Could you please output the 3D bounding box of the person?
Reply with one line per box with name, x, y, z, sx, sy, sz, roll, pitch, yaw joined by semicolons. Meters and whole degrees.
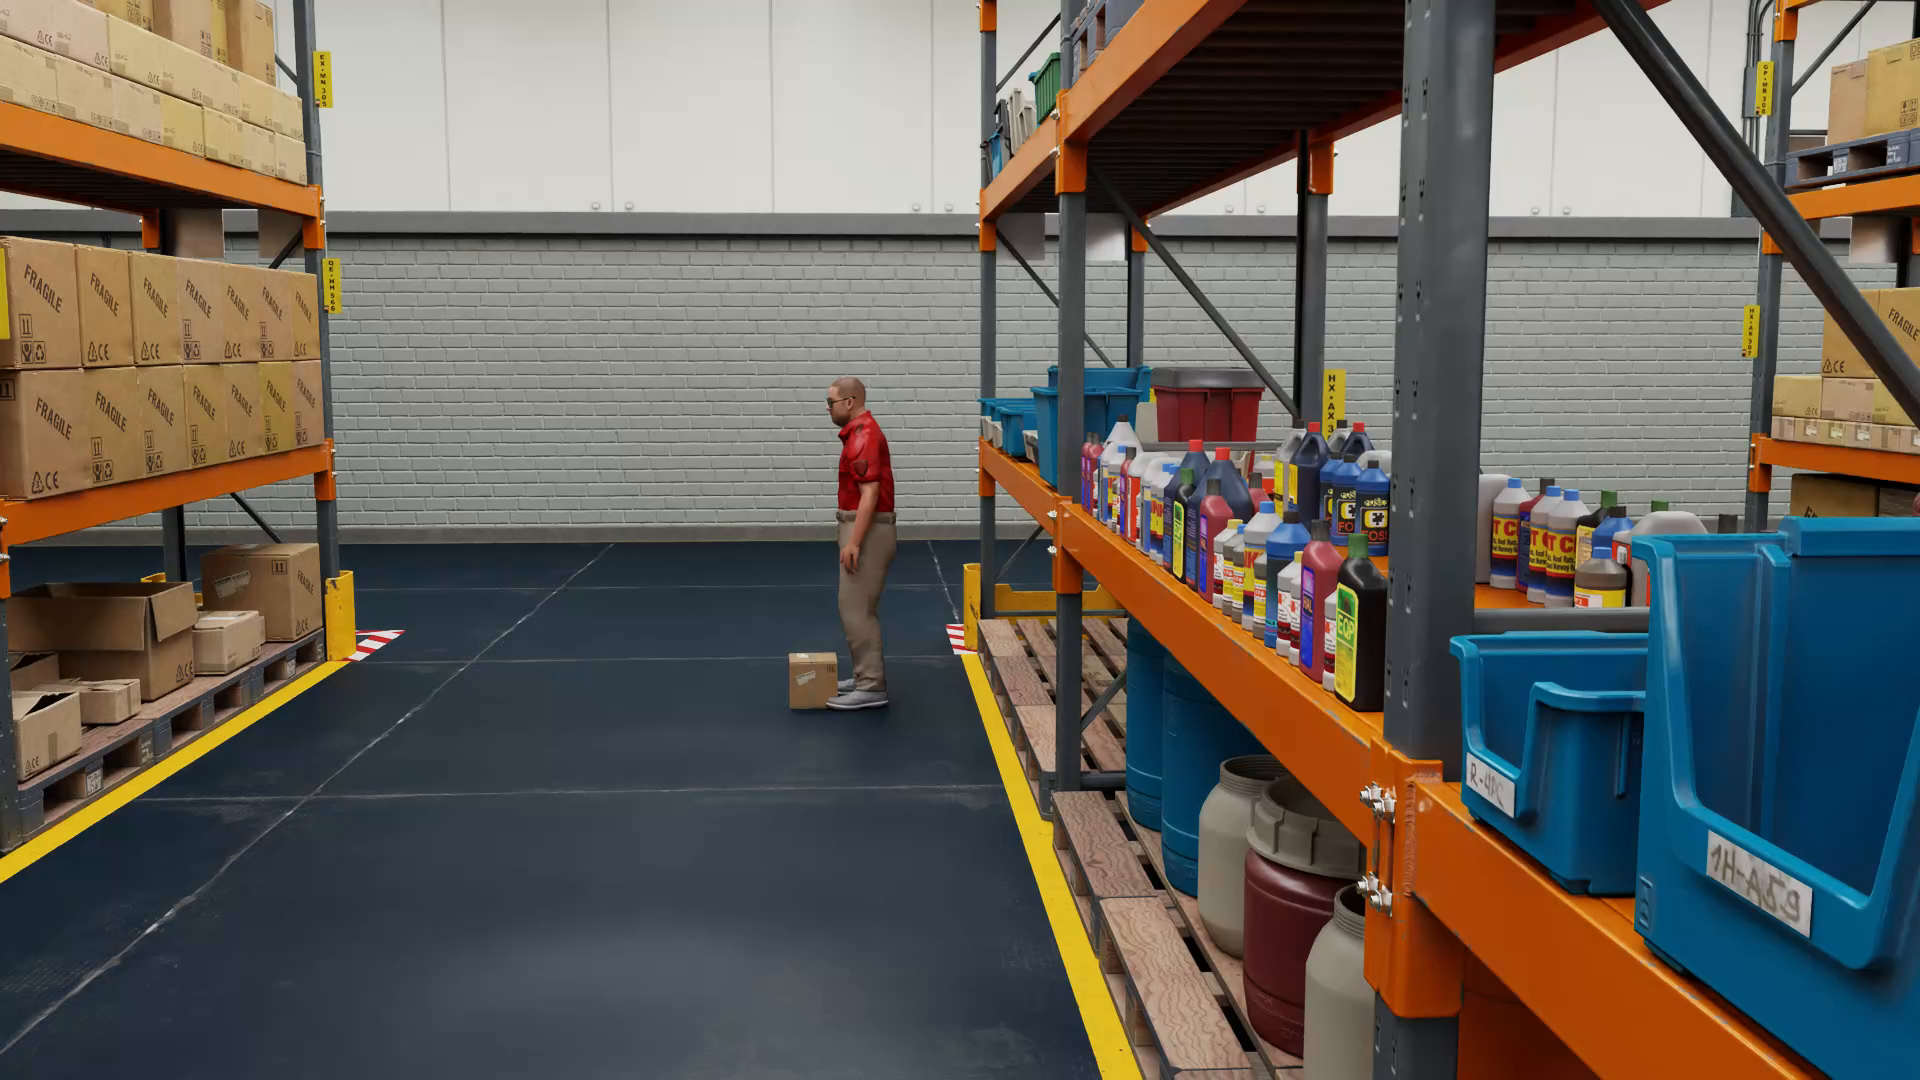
person;-0.528;0.006;8.750;0.393;1.727;0.585;0;7;-3
